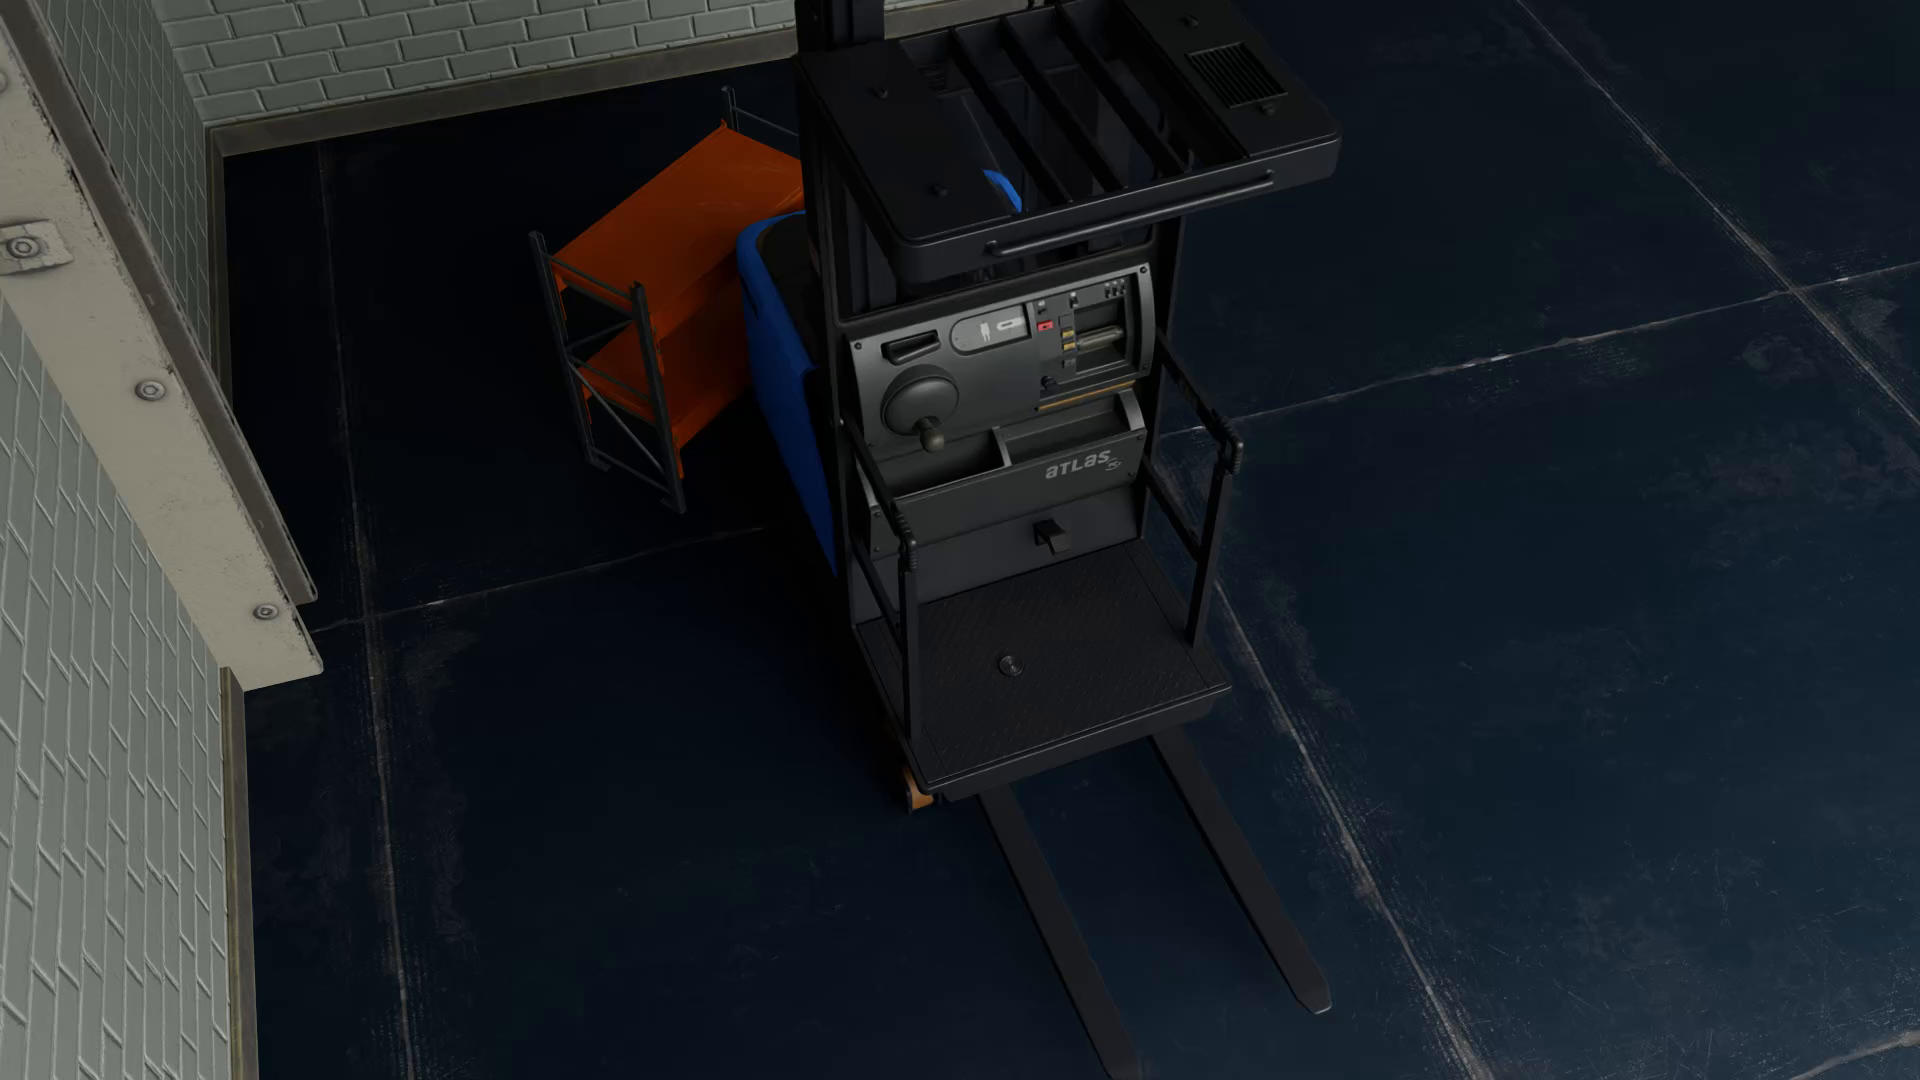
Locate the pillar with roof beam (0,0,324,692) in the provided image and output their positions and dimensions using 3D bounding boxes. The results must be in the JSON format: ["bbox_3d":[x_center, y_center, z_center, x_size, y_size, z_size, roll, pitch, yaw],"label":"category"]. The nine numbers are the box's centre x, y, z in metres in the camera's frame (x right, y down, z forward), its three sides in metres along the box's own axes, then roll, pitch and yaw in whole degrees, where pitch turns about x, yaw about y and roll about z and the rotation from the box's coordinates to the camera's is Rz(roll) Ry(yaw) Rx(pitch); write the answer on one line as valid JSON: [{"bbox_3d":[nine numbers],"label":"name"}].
[{"bbox_3d":[1.665,-3.517,3.329,9.100,9.000,0.400,-13,51,-11],"label":"pillar with roof beam"}]

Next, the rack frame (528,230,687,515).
[{"bbox_3d":[-1.257,-0.577,6.001,0.500,1.125,0.032,28,55,21],"label":"rack frame"}]

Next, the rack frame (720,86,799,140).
[{"bbox_3d":[-0.680,-1.218,6.541,0.500,1.125,0.032,28,55,21],"label":"rack frame"}]

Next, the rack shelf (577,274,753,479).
[{"bbox_3d":[-0.969,-0.740,6.458,0.538,0.278,1.000,28,55,21],"label":"rack shelf"}]

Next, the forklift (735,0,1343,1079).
[{"bbox_3d":[0.214,-0.430,4.695,1.130,2.935,3.031,-17,52,-14],"label":"forklift"}]

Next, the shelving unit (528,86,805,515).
[{"bbox_3d":[-0.969,-0.898,6.271,0.538,1.125,1.048,28,55,21],"label":"shelving unit"}]

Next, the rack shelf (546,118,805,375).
[{"bbox_3d":[-0.969,-1.086,6.047,0.538,0.278,1.000,28,55,21],"label":"rack shelf"}]
